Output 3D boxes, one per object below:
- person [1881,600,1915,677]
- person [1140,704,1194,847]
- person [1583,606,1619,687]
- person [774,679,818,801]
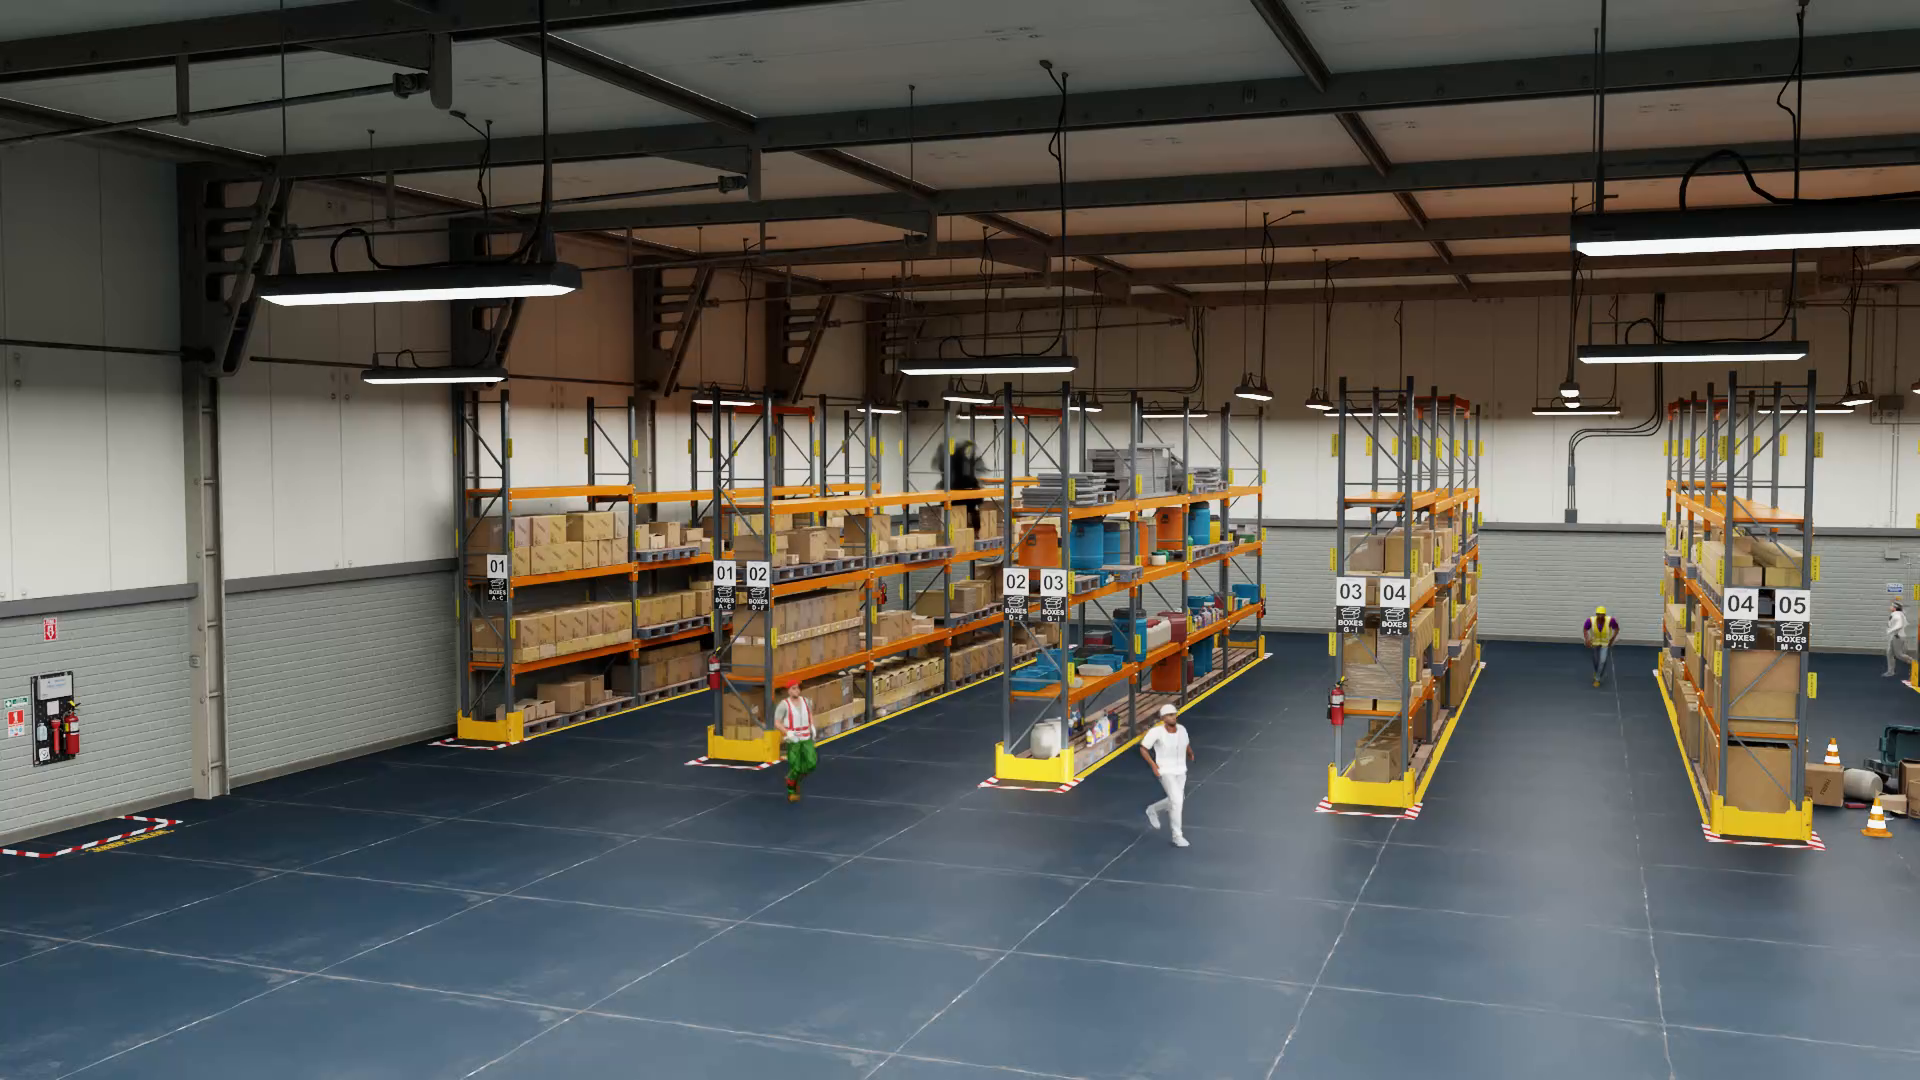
[{"bbox_3d":[20.548,2.171,36.259,0.787,1.722,0.623,2,4,30],"label":"person"},{"bbox_3d":[2.668,2.964,21.198,0.690,1.765,0.837,-2,4,-32],"label":"person"},{"bbox_3d":[13.573,2.240,35.225,0.704,1.711,0.955,1,3,18],"label":"person"},{"bbox_3d":[-2.280,2.834,23.513,0.669,1.742,0.516,-2,4,-35],"label":"person"}]
